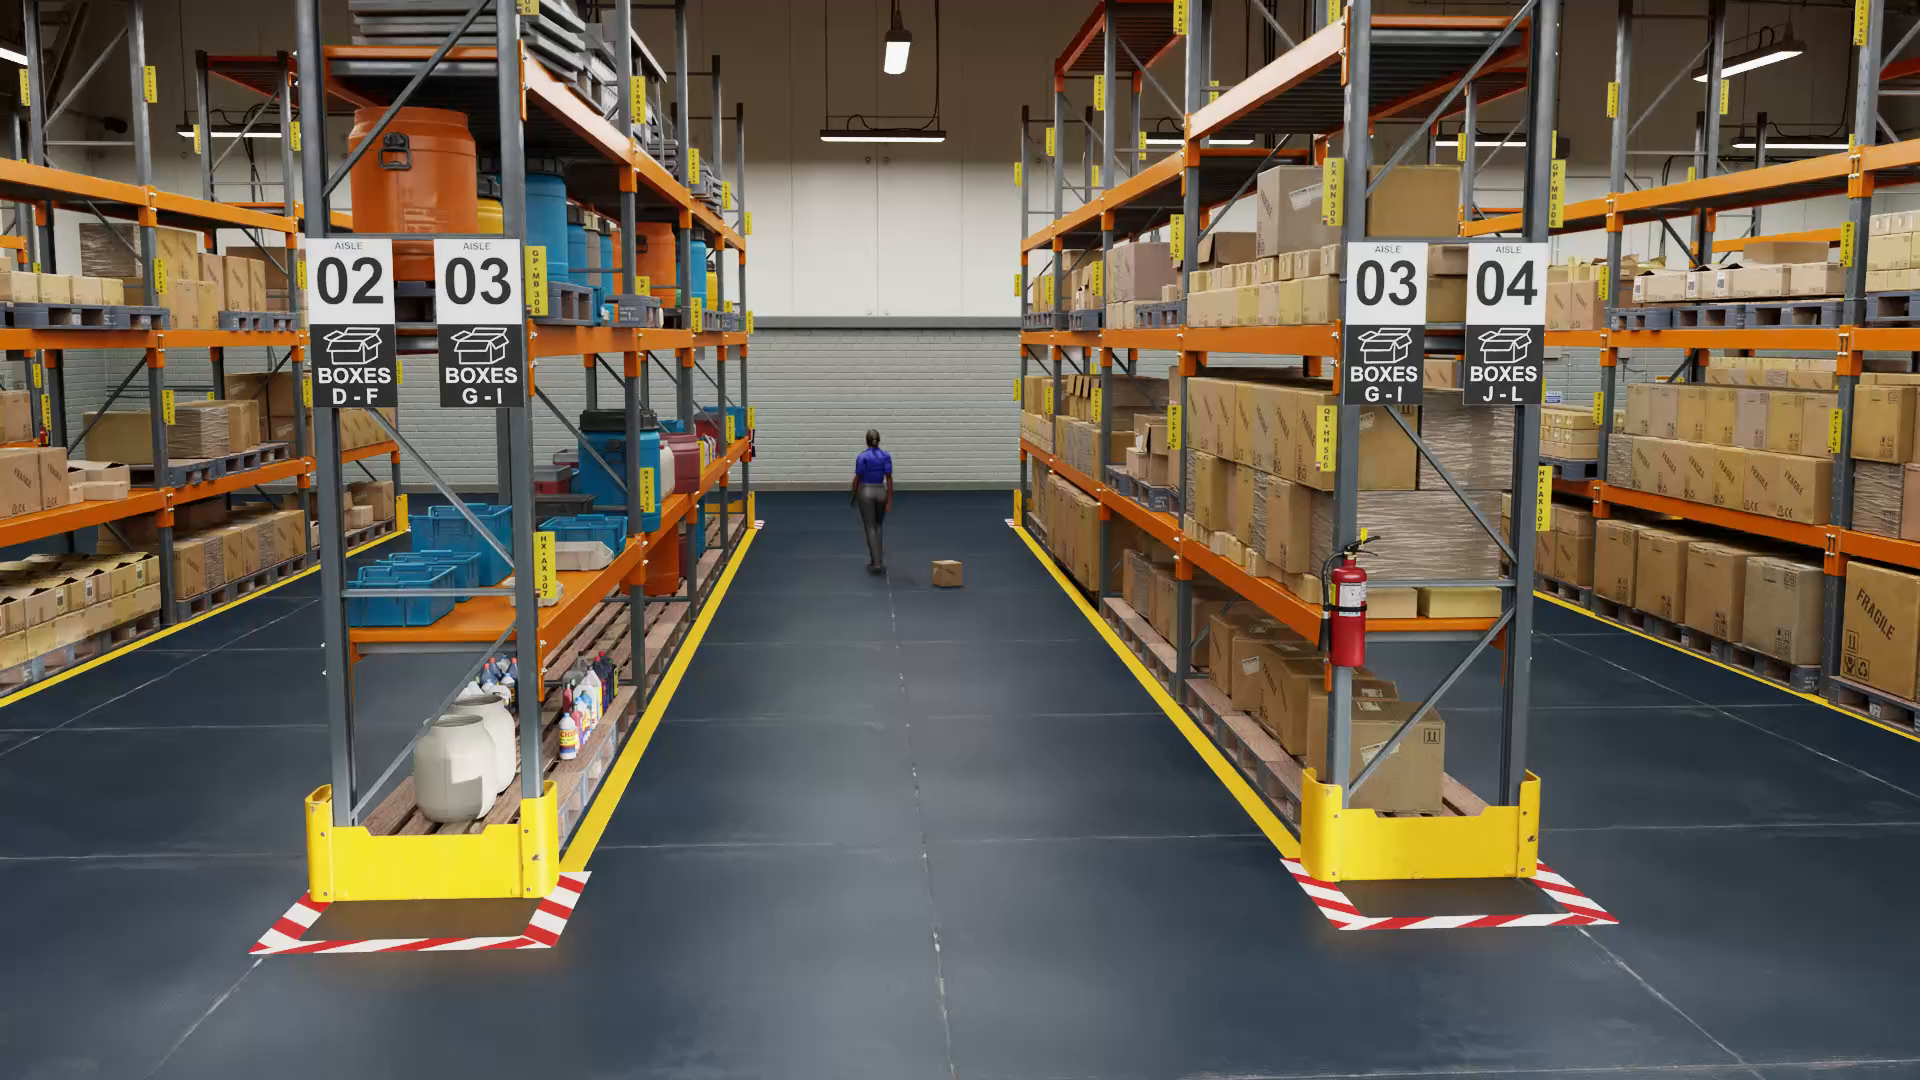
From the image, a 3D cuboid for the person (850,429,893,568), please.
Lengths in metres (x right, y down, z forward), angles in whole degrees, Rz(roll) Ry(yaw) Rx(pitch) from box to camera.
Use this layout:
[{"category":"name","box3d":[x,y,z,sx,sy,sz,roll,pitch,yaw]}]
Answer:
[{"category":"person","box3d":[-1.058,-0.457,19.659,0.443,1.716,0.627,-4,8,-28]}]
